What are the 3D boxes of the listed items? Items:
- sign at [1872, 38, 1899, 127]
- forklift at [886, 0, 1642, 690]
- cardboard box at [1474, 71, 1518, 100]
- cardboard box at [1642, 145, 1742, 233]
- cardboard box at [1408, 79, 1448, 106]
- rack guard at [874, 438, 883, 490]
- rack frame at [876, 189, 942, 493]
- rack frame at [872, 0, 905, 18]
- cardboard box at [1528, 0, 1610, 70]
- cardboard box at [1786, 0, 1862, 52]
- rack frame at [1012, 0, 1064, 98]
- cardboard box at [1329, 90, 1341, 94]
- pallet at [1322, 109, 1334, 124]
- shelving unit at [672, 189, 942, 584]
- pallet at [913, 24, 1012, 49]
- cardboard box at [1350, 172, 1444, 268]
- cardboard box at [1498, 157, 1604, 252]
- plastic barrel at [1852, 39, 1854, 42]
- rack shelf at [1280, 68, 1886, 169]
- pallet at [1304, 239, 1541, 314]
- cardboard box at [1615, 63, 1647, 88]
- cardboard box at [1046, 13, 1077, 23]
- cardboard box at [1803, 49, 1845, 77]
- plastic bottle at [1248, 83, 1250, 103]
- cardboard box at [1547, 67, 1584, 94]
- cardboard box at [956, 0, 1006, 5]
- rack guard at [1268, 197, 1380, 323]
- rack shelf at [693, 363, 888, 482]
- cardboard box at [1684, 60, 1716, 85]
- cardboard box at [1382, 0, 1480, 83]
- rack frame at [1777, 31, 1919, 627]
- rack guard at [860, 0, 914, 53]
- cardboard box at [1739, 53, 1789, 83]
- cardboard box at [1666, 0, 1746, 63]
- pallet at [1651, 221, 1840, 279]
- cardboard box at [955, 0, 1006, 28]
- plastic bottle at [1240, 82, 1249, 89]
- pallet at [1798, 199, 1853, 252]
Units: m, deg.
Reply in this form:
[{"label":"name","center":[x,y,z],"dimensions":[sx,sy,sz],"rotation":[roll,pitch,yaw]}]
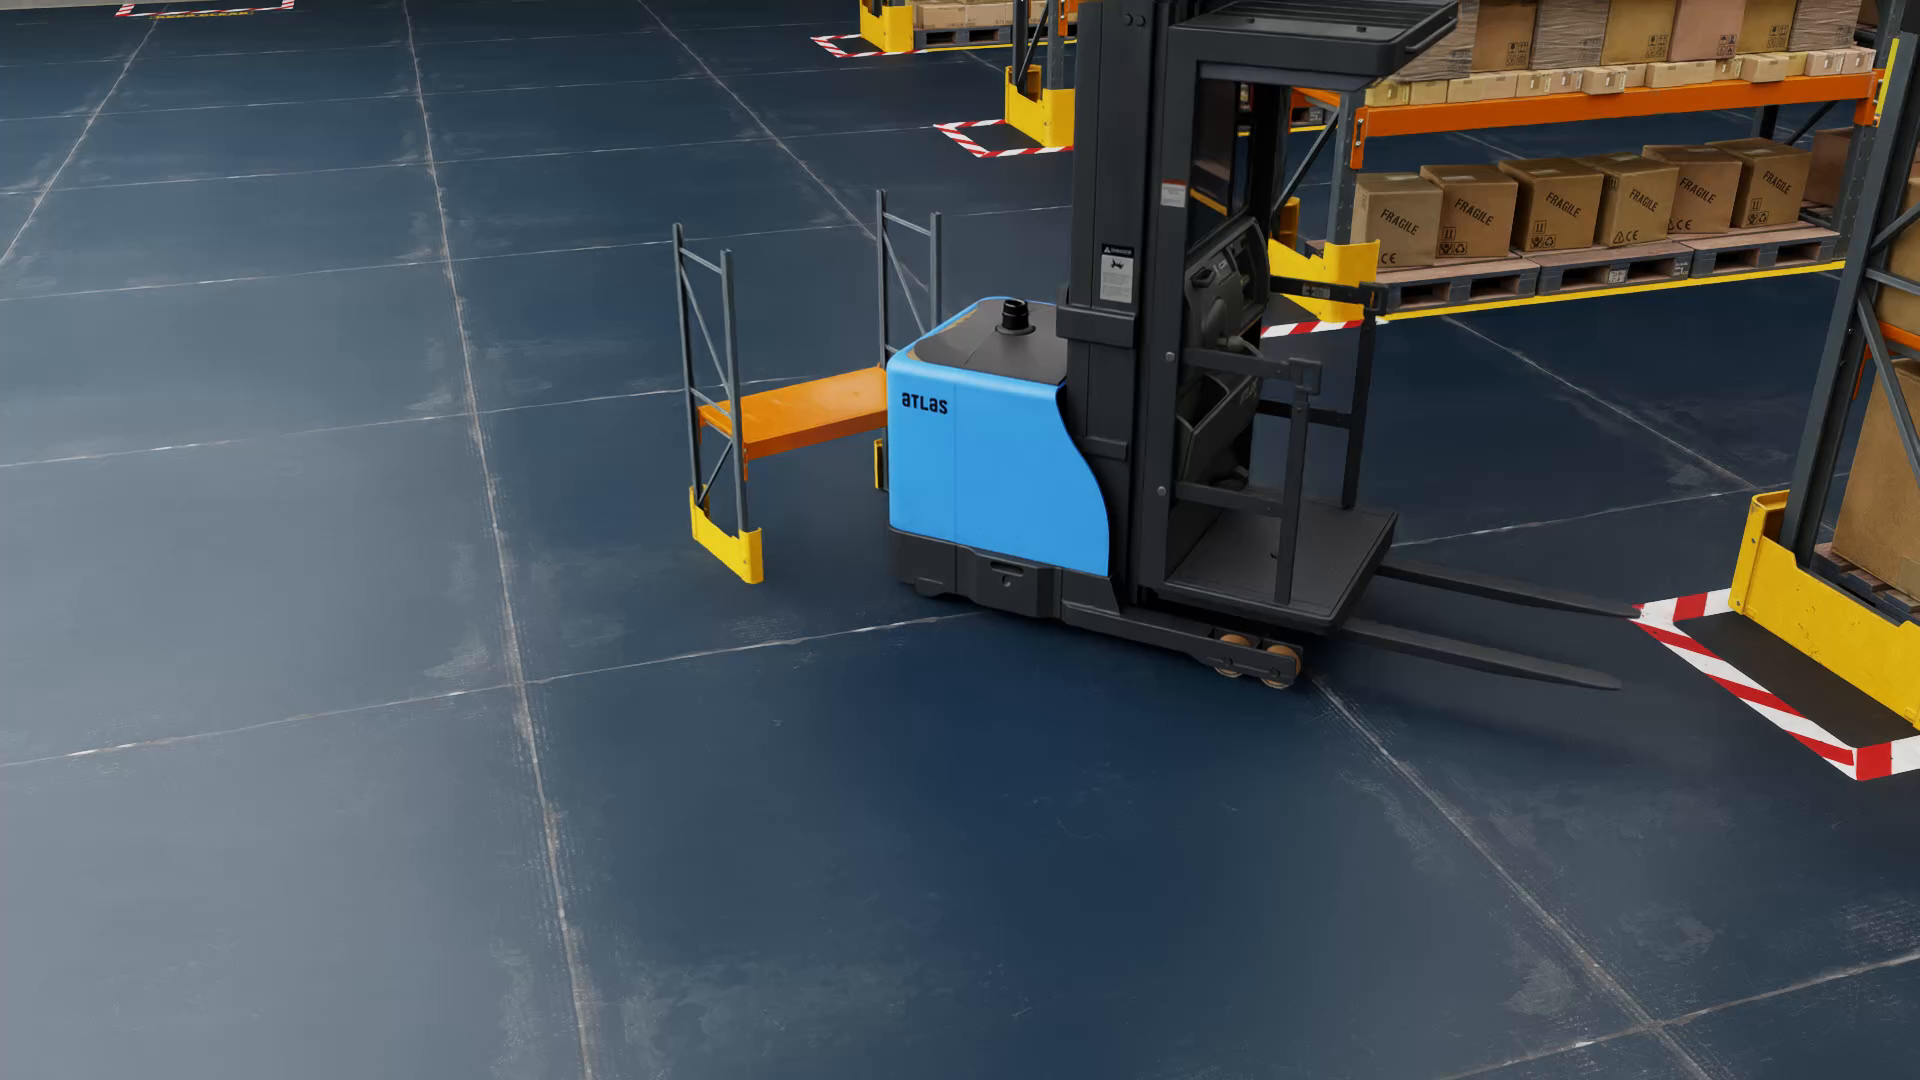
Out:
[{"label":"sign","center":[3.514,-1.713,6.258],"dimensions":[0.005,0.325,0.100],"rotation":[-8,28,-16]},{"label":"forklift","center":[1.233,-0.997,6.461],"dimensions":[3.031,2.935,1.130],"rotation":[13,29,24]},{"label":"cardboard box","center":[3.291,-2.891,10.483],"dimensions":[0.250,0.149,0.380],"rotation":[-8,28,-16]},{"label":"cardboard box","center":[5.097,-2.467,11.685],"dimensions":[0.500,0.500,0.500],"rotation":[0,26,0]},{"label":"cardboard box","center":[2.817,-2.820,10.340],"dimensions":[0.250,0.149,0.380],"rotation":[-8,28,-16]},{"label":"rack guard","center":[-0.232,-0.278,8.028],"dimensions":[0.087,0.250,0.587],"rotation":[-17,31,-30]},{"label":"rack frame","center":[-0.231,-0.838,7.751],"dimensions":[0.032,1.500,0.500],"rotation":[-17,31,-30]},{"label":"rack frame","center":[-0.836,-7.157,18.793],"dimensions":[0.127,3.000,1.000],"rotation":[-8,28,-16]},{"label":"cardboard box","center":[3.687,-3.380,10.738],"dimensions":[0.500,0.500,0.875],"rotation":[-8,28,-16]},{"label":"cardboard box","center":[5.585,-3.661,11.304],"dimensions":[0.500,0.500,0.875],"rotation":[-8,28,-16]},{"label":"rack frame","center":[0.695,-5.062,14.573],"dimensions":[0.127,3.000,1.000],"rotation":[-8,28,-16]},{"label":"cardboard box","center":[2.436,-2.982,10.666],"dimensions":[0.250,0.149,0.380],"rotation":[-8,28,-16]},{"label":"pallet","center":[3.847,-4.289,16.152],"dimensions":[1.213,0.211,1.003],"rotation":[-8,28,-16]},{"label":"shelving unit","center":[-0.646,-0.715,7.503],"dimensions":[1.083,1.500,0.587],"rotation":[-17,31,-30]},{"label":"pallet","center":[-0.121,-6.031,19.661],"dimensions":[1.213,0.211,1.003],"rotation":[-8,28,-16]},{"label":"cardboard box","center":[2.828,-2.115,10.976],"dimensions":[0.500,0.500,0.500],"rotation":[-3,27,-7]},{"label":"cardboard box","center":[3.986,-2.290,11.329],"dimensions":[0.500,0.500,0.500],"rotation":[-6,27,-11]},{"label":"plastic barrel","center":[9.271,-5.428,17.635],"dimensions":[0.421,0.512,0.421],"rotation":[0,26,0]},{"label":"rack shelf","center":[4.130,-2.921,11.070],"dimensions":[4.000,0.370,1.077],"rotation":[-8,28,-16]},{"label":"pallet","center":[3.084,-1.826,11.191],"dimensions":[1.213,0.211,1.003],"rotation":[-8,28,-16]},{"label":"cardboard box","center":[4.226,-3.050,10.803],"dimensions":[0.250,0.149,0.380],"rotation":[-8,28,-16]},{"label":"cardboard box","center":[1.170,-6.299,19.685],"dimensions":[0.500,0.250,0.500],"rotation":[-8,28,-16]},{"label":"cardboard box","center":[5.678,-3.222,11.149],"dimensions":[0.250,0.149,0.380],"rotation":[-8,28,-16]},{"label":"plastic bottle","center":[2.736,-4.184,15.364],"dimensions":[0.133,0.283,0.061],"rotation":[-8,27,-15]},{"label":"cardboard box","center":[3.760,-2.969,10.639],"dimensions":[0.250,0.149,0.380],"rotation":[-8,28,-16]},{"label":"cardboard box","center":[0.218,-6.499,19.244],"dimensions":[0.500,0.500,0.500],"rotation":[-8,28,-16]},{"label":"rack guard","center":[2.301,-1.859,10.932],"dimensions":[0.348,0.500,1.175],"rotation":[-8,28,-16]},{"label":"rack shelf","center":[-0.654,-0.551,7.578],"dimensions":[1.000,0.185,0.538],"rotation":[-17,31,-30]},{"label":"cardboard box","center":[4.715,-3.101,10.906],"dimensions":[0.250,0.149,0.380],"rotation":[-8,28,-16]},{"label":"cardboard box","center":[2.760,-3.210,10.396],"dimensions":[0.500,0.500,0.875],"rotation":[-8,28,-16]},{"label":"rack frame","center":[3.668,-0.857,6.103],"dimensions":[0.127,3.000,1.000],"rotation":[-8,28,-16]},{"label":"rack guard","center":[-0.858,-6.034,19.342],"dimensions":[0.348,0.500,1.175],"rotation":[-8,28,-16]},{"label":"cardboard box","center":[5.218,-3.131,10.967],"dimensions":[0.250,0.149,0.380],"rotation":[-8,28,-16]},{"label":"cardboard box","center":[4.654,-3.495,10.971],"dimensions":[0.500,0.500,0.875],"rotation":[-8,28,-16]},{"label":"pallet","center":[5.404,-2.162,11.868],"dimensions":[1.213,0.211,1.003],"rotation":[-8,28,-16]},{"label":"cardboard box","center":[0.217,-6.164,19.412],"dimensions":[0.500,0.250,0.500],"rotation":[-8,28,-16]},{"label":"plastic bottle","center":[2.742,-4.436,15.964],"dimensions":[0.097,0.201,0.097],"rotation":[0,26,0]},{"label":"pallet","center":[6.772,-2.378,12.302],"dimensions":[1.213,0.211,1.003],"rotation":[-8,28,-16]}]
